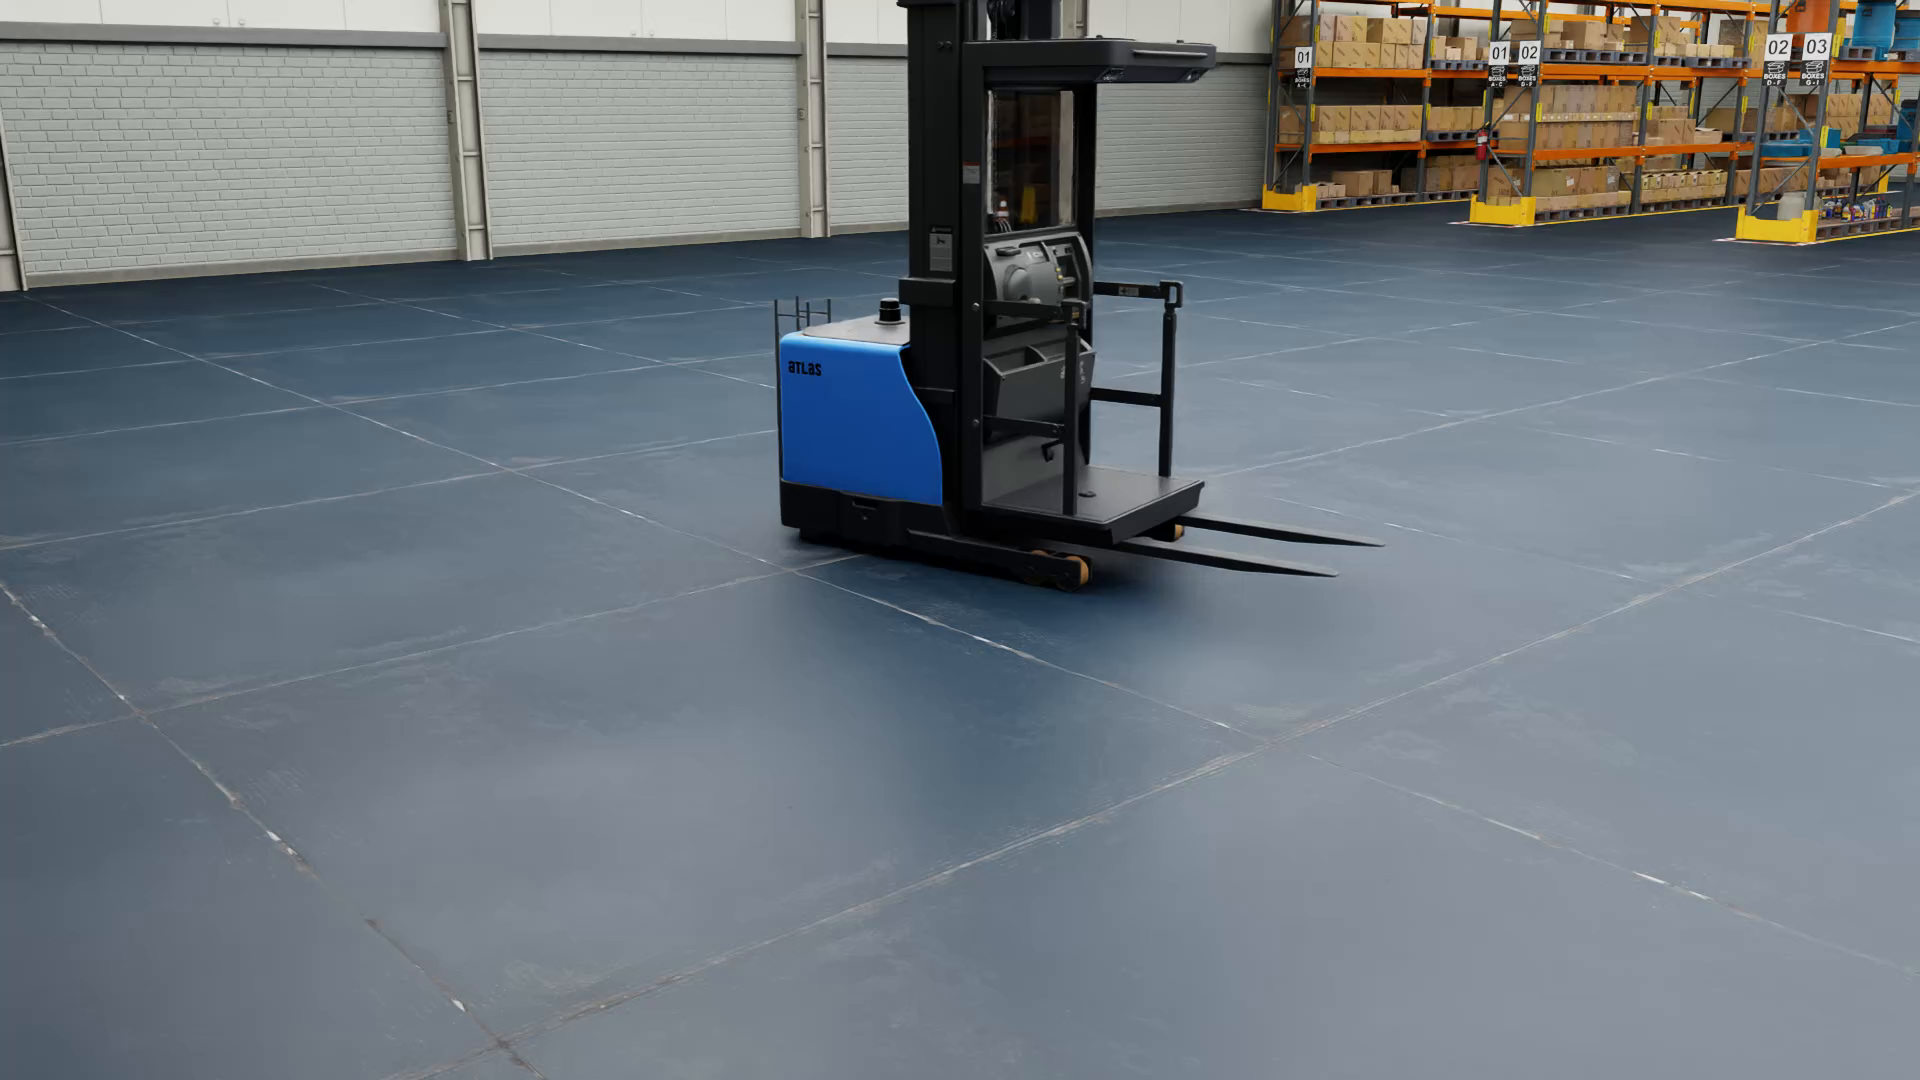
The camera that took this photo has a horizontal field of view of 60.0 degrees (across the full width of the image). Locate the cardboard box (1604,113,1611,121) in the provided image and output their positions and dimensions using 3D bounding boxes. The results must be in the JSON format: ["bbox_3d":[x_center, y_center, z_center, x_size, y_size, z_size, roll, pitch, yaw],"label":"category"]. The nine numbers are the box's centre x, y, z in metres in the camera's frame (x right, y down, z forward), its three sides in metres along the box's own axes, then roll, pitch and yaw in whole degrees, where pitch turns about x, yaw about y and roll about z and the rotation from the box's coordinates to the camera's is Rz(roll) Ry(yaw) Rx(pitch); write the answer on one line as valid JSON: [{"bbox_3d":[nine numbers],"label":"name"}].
[{"bbox_3d":[12.130,-8.043,31.598,0.250,0.149,0.380,-13,20,-40],"label":"cardboard box"}]

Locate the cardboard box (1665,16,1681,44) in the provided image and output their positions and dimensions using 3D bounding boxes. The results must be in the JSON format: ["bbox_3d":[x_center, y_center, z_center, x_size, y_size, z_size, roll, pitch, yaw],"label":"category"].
[{"bbox_3d":[13.869,-10.081,32.889,0.500,0.500,0.500,-10,18,-34],"label":"cardboard box"}]

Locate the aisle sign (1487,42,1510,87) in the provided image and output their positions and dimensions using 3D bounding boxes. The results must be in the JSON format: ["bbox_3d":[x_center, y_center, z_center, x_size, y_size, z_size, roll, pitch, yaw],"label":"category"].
[{"bbox_3d":[9.704,-8.566,29.967,0.004,0.787,0.394,-13,19,-39],"label":"aisle sign"}]

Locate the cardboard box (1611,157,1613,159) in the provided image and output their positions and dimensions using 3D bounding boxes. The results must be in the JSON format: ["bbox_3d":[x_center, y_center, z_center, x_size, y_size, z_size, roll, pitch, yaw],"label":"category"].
[{"bbox_3d":[16.730,-9.824,42.489,0.250,0.149,0.380,-13,20,-41],"label":"cardboard box"}]

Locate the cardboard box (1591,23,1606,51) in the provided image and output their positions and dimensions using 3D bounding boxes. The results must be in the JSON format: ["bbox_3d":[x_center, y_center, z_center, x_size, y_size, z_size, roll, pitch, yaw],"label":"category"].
[{"bbox_3d":[11.638,-9.456,31.242,0.637,0.503,0.797,-10,18,-33],"label":"cardboard box"}]

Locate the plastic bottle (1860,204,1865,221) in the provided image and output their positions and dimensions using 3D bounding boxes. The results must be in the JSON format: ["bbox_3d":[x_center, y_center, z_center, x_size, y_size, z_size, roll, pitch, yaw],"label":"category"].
[{"bbox_3d":[15.254,-5.549,28.145,0.097,0.271,0.097,0,15,0],"label":"plastic bottle"}]

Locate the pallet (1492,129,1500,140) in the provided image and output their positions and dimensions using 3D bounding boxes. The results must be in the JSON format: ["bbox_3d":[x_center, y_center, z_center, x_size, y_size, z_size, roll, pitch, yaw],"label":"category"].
[{"bbox_3d":[12.259,-9.348,38.307,1.003,0.211,1.213,-13,19,-39],"label":"pallet"}]

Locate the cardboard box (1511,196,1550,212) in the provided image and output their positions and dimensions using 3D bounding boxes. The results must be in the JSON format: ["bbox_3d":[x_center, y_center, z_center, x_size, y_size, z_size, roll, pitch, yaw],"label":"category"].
[{"bbox_3d":[10.497,-6.186,30.609,0.500,0.250,0.500,-13,19,-39],"label":"cardboard box"}]

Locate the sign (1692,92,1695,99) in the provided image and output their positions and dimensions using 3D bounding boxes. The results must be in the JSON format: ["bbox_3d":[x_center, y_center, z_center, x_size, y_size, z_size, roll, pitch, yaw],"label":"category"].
[{"bbox_3d":[19.107,-11.504,43.301,0.005,0.325,0.100,-13,19,-39],"label":"sign"}]

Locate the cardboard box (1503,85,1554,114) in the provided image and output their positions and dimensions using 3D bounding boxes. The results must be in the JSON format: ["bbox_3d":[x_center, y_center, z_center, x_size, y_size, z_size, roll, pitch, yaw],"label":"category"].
[{"bbox_3d":[10.346,-8.024,30.270,0.500,0.500,0.700,-13,19,-39],"label":"cardboard box"}]

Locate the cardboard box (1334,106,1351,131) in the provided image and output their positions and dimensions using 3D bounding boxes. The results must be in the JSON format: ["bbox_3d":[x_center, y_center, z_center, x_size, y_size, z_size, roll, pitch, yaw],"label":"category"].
[{"bbox_3d":[7.628,-8.631,34.048,0.500,0.500,0.500,-13,19,-39],"label":"cardboard box"}]

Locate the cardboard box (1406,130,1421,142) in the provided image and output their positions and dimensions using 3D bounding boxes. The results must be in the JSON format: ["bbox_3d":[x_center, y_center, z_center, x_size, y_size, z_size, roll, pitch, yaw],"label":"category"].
[{"bbox_3d":[9.551,-8.703,35.771,0.500,0.250,0.500,-13,19,-39],"label":"cardboard box"}]

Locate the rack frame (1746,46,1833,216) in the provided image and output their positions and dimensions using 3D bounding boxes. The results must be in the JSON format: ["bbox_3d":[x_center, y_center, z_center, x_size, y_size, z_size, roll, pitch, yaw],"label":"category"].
[{"bbox_3d":[13.195,-6.299,26.518,0.127,3.000,1.000,-13,19,-39],"label":"rack frame"}]

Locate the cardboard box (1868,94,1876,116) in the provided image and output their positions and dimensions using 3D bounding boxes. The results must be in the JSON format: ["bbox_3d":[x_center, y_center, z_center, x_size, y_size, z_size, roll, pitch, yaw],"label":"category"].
[{"bbox_3d":[21.092,-10.202,39.000,0.500,0.500,0.500,-12,19,-38],"label":"cardboard box"}]

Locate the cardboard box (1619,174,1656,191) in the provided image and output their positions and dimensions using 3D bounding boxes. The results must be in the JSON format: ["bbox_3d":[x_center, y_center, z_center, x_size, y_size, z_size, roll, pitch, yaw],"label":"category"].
[{"bbox_3d":[13.439,-7.108,32.976,0.500,0.311,0.500,-13,19,-39],"label":"cardboard box"}]

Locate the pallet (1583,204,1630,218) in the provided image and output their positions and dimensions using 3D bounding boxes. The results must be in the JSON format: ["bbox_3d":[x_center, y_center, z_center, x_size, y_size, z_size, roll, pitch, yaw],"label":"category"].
[{"bbox_3d":[12.336,-6.467,32.553,1.213,0.211,1.003,-13,19,-39],"label":"pallet"}]

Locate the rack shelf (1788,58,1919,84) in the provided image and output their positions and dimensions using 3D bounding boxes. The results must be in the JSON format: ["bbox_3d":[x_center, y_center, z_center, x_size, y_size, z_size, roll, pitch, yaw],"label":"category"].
[{"bbox_3d":[14.703,-7.739,27.492,4.000,0.370,1.077,-13,19,-39],"label":"rack shelf"}]

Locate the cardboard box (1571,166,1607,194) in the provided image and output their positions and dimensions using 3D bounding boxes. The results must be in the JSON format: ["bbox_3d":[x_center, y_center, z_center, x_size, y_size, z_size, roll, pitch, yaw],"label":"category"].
[{"bbox_3d":[11.998,-6.889,31.789,0.500,0.500,0.500,-13,19,-39],"label":"cardboard box"}]

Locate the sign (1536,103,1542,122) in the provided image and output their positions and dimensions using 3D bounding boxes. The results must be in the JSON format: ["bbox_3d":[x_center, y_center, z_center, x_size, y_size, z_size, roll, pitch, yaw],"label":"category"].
[{"bbox_3d":[10.306,-7.611,29.600,0.005,0.325,0.100,-13,19,-39],"label":"sign"}]

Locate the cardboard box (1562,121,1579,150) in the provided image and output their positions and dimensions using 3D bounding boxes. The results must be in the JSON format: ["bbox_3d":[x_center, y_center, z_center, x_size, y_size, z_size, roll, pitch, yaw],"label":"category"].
[{"bbox_3d":[11.078,-7.561,31.052,0.500,0.500,0.700,-12,19,-39],"label":"cardboard box"}]

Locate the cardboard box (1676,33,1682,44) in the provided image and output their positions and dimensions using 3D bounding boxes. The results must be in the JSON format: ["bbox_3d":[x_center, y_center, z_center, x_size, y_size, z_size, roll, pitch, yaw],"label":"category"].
[{"bbox_3d":[18.004,-12.668,42.382,0.500,0.500,0.500,-12,19,-38],"label":"cardboard box"}]

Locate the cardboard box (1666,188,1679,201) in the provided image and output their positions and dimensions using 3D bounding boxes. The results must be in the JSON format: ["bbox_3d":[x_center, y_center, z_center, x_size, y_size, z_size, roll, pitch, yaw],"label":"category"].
[{"bbox_3d":[14.206,-7.010,33.697,0.500,0.250,0.500,-13,20,-41],"label":"cardboard box"}]

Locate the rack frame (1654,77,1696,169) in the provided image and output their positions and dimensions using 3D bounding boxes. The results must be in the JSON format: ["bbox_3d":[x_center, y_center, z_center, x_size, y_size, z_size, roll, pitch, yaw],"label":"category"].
[{"bbox_3d":[18.761,-10.938,43.886,0.127,3.000,1.000,-13,19,-39],"label":"rack frame"}]

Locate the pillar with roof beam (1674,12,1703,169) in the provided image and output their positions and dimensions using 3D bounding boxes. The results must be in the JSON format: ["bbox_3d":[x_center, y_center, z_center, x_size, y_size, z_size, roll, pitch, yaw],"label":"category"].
[{"bbox_3d":[23.056,-13.624,42.317,0.400,9.000,9.100,-13,19,-39],"label":"pillar with roof beam"}]

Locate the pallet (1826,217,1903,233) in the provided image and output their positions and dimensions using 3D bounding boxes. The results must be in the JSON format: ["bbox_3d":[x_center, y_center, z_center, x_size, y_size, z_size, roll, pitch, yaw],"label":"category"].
[{"bbox_3d":[15.678,-5.523,29.019,1.213,0.211,1.003,-13,19,-39],"label":"pallet"}]

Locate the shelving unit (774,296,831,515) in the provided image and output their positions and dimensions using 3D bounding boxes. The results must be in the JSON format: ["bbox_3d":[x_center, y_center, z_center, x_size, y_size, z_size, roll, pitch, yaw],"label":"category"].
[{"bbox_3d":[-0.849,-0.720,9.121,0.258,1.200,0.189,10,18,32],"label":"shelving unit"}]

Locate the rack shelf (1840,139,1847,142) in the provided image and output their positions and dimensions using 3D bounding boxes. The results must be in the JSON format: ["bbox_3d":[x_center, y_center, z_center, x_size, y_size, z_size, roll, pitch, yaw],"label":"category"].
[{"bbox_3d":[20.507,-9.288,39.102,4.000,0.370,1.077,-13,19,-39],"label":"rack shelf"}]

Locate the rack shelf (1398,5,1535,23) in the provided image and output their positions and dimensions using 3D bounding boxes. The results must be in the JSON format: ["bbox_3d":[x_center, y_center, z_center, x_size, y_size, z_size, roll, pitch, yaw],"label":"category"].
[{"bbox_3d":[11.218,-11.601,36.914,4.000,0.370,1.077,-13,19,-39],"label":"rack shelf"}]

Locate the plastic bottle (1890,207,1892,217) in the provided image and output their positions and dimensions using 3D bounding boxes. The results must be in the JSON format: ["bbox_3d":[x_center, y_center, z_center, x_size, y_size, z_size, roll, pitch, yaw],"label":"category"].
[{"bbox_3d":[16.143,-5.715,28.902,0.097,0.201,0.097,0,15,0],"label":"plastic bottle"}]

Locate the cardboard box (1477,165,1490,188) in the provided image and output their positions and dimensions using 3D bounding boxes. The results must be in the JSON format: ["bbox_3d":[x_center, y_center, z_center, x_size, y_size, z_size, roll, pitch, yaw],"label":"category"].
[{"bbox_3d":[11.753,-8.391,38.341,0.500,0.500,0.700,-13,20,-39],"label":"cardboard box"}]

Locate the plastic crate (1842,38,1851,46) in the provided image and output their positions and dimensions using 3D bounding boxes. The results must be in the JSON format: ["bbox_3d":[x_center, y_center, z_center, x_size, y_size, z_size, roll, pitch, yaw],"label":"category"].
[{"bbox_3d":[14.436,-8.122,27.562,0.575,0.384,0.392,-13,19,-39],"label":"plastic crate"}]

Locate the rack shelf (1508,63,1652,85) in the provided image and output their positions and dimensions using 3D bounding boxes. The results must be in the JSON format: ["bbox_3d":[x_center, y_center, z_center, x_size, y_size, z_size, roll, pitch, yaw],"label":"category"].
[{"bbox_3d":[11.455,-8.704,31.105,4.000,0.370,1.077,-13,19,-39],"label":"rack shelf"}]

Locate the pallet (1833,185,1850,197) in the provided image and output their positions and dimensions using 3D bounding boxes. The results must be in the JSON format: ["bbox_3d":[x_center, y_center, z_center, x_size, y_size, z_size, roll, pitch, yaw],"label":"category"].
[{"bbox_3d":[20.438,-8.273,39.313,1.213,0.211,1.003,-13,19,-39],"label":"pallet"}]

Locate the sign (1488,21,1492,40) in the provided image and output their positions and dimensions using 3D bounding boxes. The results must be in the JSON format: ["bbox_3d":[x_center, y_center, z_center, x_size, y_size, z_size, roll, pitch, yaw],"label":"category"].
[{"bbox_3d":[9.600,-9.210,30.044,0.005,0.325,0.100,-13,19,-39],"label":"sign"}]

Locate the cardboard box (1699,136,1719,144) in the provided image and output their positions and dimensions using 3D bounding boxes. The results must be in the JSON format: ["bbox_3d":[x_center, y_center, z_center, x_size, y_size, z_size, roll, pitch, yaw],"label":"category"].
[{"bbox_3d":[15.484,-8.291,34.465,0.250,0.149,0.380,-13,19,-39],"label":"cardboard box"}]

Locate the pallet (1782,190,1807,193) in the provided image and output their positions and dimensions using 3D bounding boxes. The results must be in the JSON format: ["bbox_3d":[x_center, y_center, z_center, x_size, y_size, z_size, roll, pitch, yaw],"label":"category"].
[{"bbox_3d":[18.410,-7.804,37.557,1.213,0.211,1.003,-13,19,-39],"label":"pallet"}]

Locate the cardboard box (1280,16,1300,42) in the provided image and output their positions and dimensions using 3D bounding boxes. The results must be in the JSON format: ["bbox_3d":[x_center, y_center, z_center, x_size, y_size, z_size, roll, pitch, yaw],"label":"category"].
[{"bbox_3d":[6.845,-10.341,33.671,0.500,0.500,0.500,-12,19,-37],"label":"cardboard box"}]

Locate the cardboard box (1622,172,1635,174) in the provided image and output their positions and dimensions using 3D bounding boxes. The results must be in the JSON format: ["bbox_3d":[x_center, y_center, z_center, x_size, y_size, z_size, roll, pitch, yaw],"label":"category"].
[{"bbox_3d":[13.469,-7.300,33.696,0.500,0.311,0.500,-12,19,-38],"label":"cardboard box"}]

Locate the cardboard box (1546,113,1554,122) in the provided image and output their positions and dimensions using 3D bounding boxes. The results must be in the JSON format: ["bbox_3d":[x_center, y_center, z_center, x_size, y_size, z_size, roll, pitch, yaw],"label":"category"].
[{"bbox_3d":[10.581,-7.695,30.295,0.250,0.149,0.380,-13,20,-41],"label":"cardboard box"}]

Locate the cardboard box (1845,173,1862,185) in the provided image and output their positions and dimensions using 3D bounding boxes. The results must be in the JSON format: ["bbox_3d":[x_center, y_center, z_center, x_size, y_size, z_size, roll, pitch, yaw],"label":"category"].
[{"bbox_3d":[21.031,-8.563,39.471,0.500,0.250,0.500,-13,19,-39],"label":"cardboard box"}]

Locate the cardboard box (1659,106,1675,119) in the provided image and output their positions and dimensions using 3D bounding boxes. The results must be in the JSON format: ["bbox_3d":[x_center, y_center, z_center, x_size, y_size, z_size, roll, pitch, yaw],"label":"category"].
[{"bbox_3d":[17.842,-10.869,43.047,0.700,0.700,0.980,-13,20,-40],"label":"cardboard box"}]

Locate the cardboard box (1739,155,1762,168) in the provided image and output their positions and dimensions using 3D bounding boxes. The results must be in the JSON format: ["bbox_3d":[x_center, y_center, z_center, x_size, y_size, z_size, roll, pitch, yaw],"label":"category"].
[{"bbox_3d":[17.719,-8.460,37.147,0.500,0.250,0.500,-13,19,-39],"label":"cardboard box"}]

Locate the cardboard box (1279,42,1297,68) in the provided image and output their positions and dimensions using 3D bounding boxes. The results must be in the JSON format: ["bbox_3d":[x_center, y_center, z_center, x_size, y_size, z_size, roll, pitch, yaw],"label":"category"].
[{"bbox_3d":[6.840,-9.854,33.785,0.500,0.500,0.500,-11,18,-35],"label":"cardboard box"}]

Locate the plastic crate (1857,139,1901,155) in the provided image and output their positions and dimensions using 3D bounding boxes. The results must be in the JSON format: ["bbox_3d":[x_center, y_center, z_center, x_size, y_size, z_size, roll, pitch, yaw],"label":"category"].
[{"bbox_3d":[15.556,-6.664,28.174,0.616,0.251,0.499,-13,19,-39],"label":"plastic crate"}]

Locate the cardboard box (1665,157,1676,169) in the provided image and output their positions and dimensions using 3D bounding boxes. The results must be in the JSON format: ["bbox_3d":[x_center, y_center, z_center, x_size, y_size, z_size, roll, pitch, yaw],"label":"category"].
[{"bbox_3d":[18.299,-9.795,43.637,0.500,0.500,0.700,-13,19,-39],"label":"cardboard box"}]

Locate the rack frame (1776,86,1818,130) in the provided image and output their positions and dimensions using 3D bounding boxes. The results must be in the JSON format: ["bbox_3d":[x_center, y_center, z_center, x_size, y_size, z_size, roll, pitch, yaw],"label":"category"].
[{"bbox_3d":[18.999,-9.296,37.741,0.127,3.000,1.000,-13,19,-39],"label":"rack frame"}]

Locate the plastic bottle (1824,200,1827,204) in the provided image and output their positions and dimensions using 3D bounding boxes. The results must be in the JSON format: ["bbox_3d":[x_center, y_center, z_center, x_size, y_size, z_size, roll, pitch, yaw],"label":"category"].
[{"bbox_3d":[15.037,-5.769,28.945,0.133,0.283,0.061,-12,19,-37],"label":"plastic bottle"}]

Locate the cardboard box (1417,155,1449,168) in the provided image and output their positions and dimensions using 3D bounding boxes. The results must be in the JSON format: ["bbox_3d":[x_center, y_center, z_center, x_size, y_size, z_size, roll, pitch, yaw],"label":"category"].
[{"bbox_3d":[10.583,-8.475,37.205,0.500,0.250,0.500,-13,20,-41],"label":"cardboard box"}]

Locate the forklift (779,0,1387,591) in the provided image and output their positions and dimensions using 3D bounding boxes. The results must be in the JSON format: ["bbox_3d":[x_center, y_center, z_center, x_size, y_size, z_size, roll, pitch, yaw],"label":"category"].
[{"bbox_3d":[0.565,-1.330,8.049,3.031,2.935,1.130,10,18,32],"label":"forklift"}]

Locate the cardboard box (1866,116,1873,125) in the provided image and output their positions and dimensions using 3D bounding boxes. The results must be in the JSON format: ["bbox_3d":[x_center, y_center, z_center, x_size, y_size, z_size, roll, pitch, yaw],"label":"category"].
[{"bbox_3d":[21.088,-9.721,39.138,0.500,0.500,0.500,-12,19,-39],"label":"cardboard box"}]

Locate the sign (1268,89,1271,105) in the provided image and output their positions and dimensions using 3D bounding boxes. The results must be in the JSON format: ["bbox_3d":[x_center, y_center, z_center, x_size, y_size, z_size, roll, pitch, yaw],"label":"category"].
[{"bbox_3d":[6.342,-9.051,33.965,0.005,0.325,0.100,-13,19,-39],"label":"sign"}]

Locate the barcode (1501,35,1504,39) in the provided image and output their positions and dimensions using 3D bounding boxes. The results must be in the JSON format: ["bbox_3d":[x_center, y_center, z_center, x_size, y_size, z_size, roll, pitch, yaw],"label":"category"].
[{"bbox_3d":[9.857,-9.138,30.211,0.075,0.075,0.001,-13,19,-39],"label":"barcode"}]

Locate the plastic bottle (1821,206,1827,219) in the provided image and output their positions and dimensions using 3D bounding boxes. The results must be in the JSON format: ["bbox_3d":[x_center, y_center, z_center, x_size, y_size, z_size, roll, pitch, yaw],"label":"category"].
[{"bbox_3d":[14.840,-5.629,28.582,0.097,0.201,0.097,0,15,0],"label":"plastic bottle"}]

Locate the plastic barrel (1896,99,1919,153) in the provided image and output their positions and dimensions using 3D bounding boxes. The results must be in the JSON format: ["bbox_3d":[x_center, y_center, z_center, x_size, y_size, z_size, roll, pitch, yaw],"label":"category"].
[{"bbox_3d":[16.703,-7.225,29.014,0.708,0.901,0.600,-13,19,-39],"label":"plastic barrel"}]
